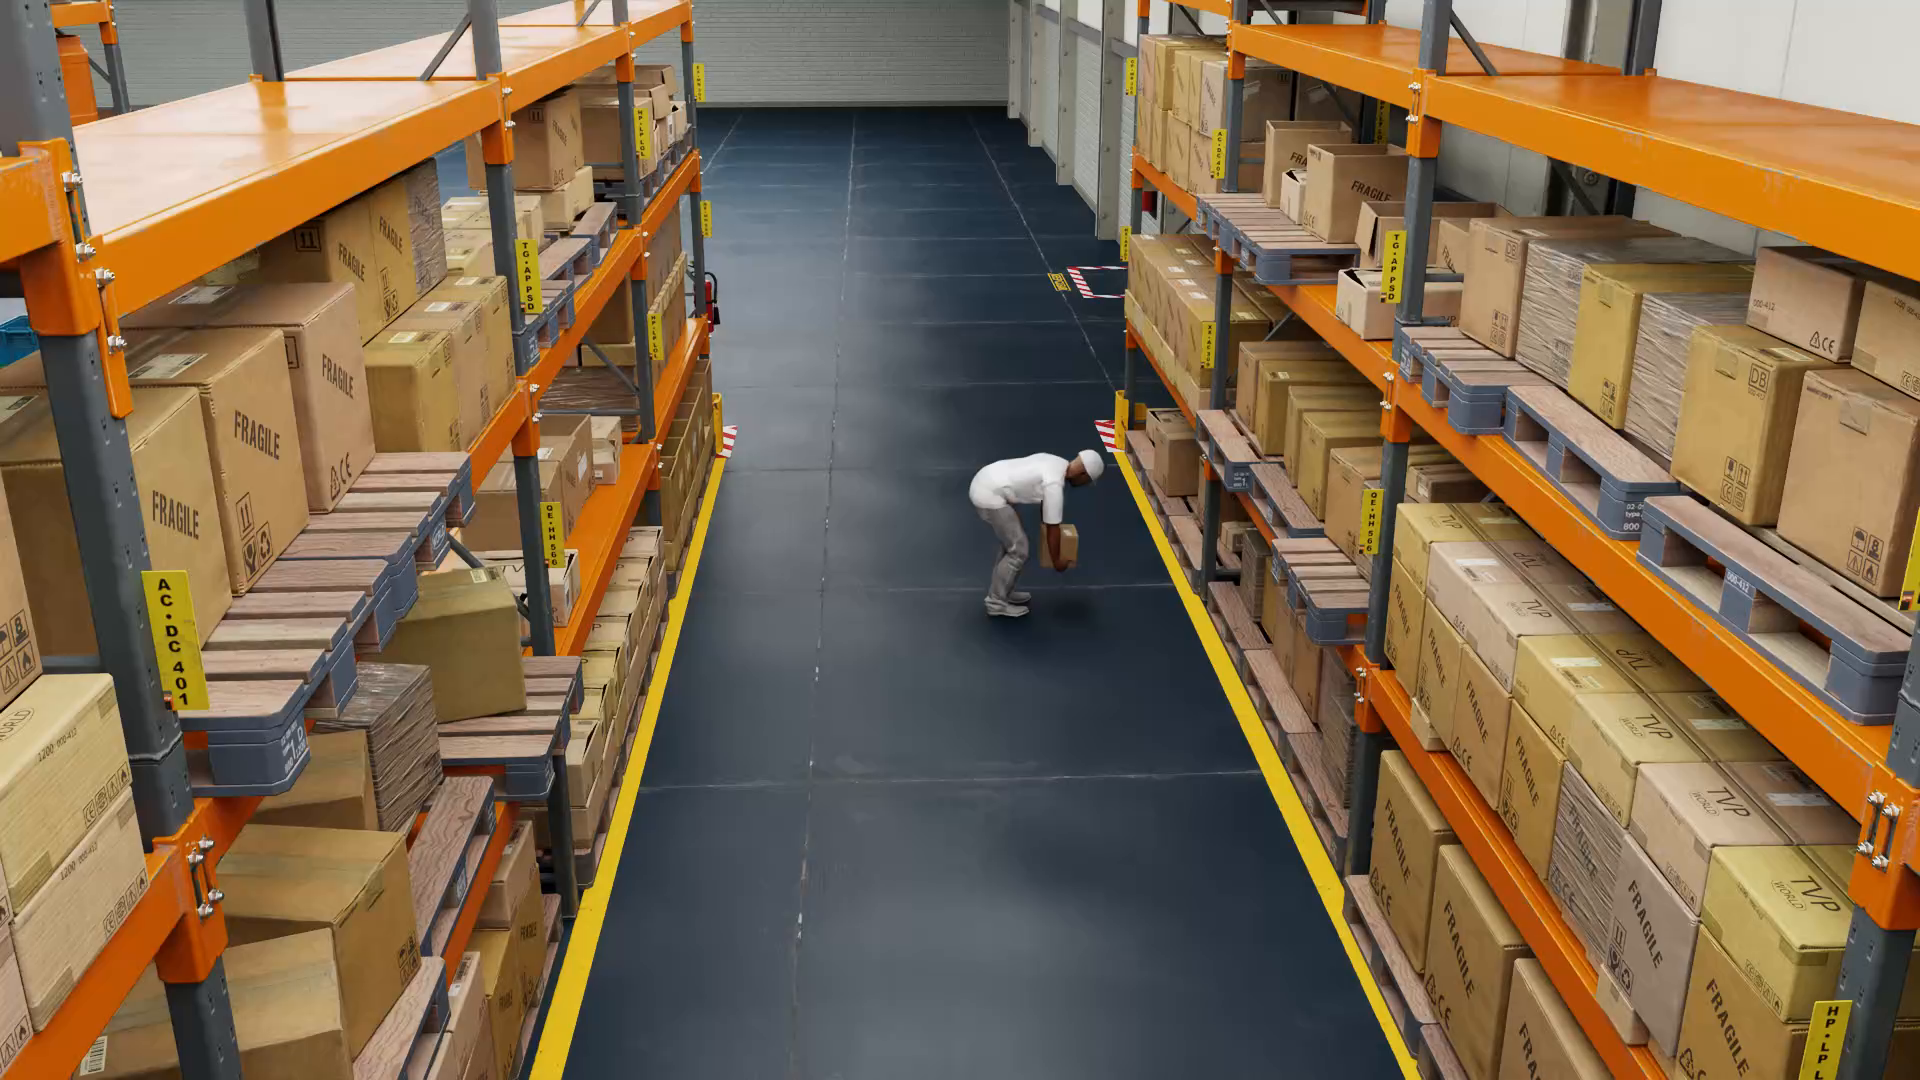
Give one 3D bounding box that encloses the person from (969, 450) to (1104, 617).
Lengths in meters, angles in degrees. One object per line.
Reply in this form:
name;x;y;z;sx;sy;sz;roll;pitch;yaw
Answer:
person;0.552;-0.073;12.060;0.967;1.193;0.476;-2;20;-5
